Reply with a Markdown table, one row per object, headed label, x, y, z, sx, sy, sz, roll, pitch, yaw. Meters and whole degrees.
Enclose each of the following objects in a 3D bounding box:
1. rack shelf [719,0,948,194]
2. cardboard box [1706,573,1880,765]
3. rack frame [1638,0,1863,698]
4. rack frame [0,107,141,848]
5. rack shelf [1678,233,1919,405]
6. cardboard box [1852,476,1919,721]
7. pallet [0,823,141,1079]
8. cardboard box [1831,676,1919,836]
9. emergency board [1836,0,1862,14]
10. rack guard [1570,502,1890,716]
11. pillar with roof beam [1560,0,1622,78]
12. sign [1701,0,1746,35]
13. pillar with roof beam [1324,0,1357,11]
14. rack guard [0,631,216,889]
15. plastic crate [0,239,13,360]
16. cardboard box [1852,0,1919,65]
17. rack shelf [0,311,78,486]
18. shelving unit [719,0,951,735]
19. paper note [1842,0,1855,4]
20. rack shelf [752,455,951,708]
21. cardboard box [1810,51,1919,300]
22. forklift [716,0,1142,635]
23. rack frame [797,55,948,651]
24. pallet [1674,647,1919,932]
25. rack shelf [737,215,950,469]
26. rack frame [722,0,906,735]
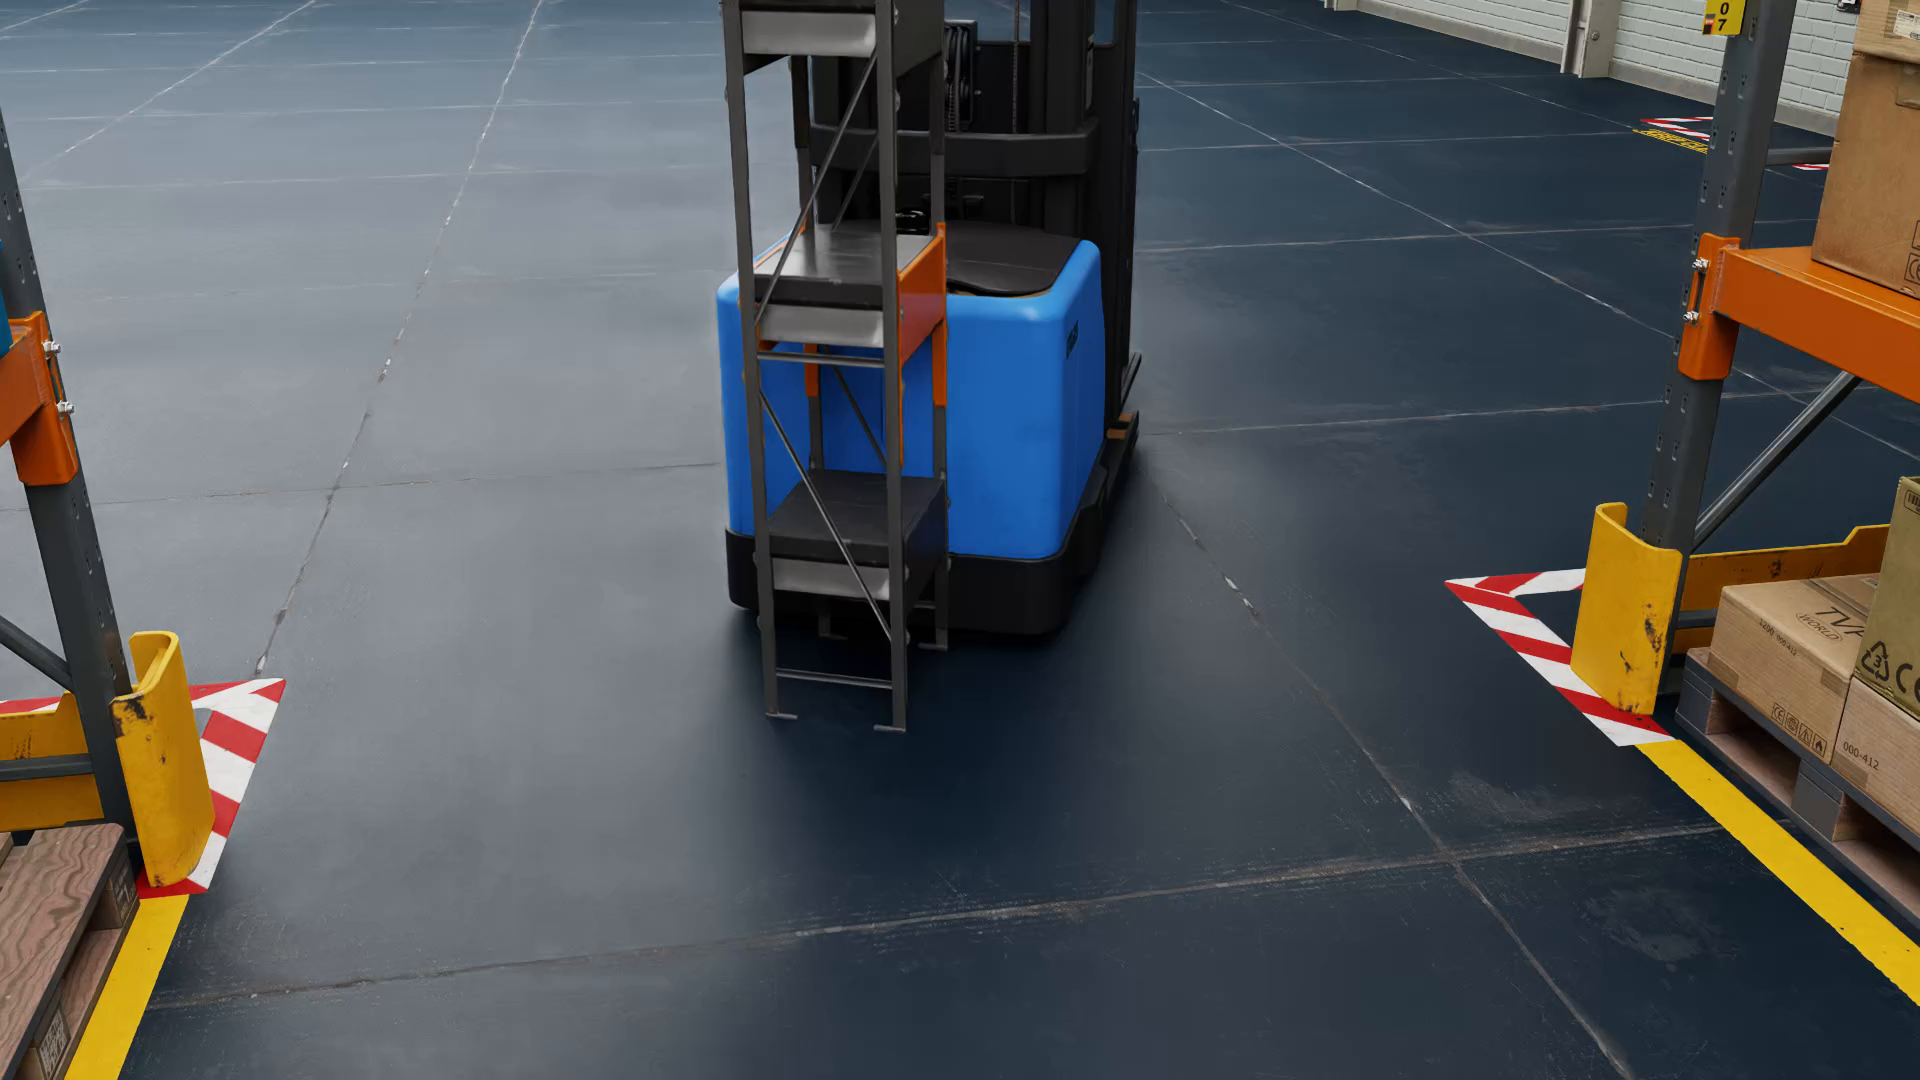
| label | x | y | z | sx | sy | sz | roll | pitch | yaw |
| --- | --- | --- | --- | --- | --- | --- | --- | --- | --- |
| rack shelf | -0.294 | -1.169 | 4.077 | 0.431 | 0.518 | 0.480 | 5 | 25 | 12 |
| cardboard box | 2.274 | 0.312 | 4.198 | 0.500 | 0.250 | 0.500 | -4 | 24 | -10 |
| rack frame | 2.394 | -0.983 | 4.253 | 1.000 | 3.000 | 0.127 | -4 | 24 | -10 |
| rack frame | -2.475 | -0.618 | 3.417 | 1.000 | 3.000 | 0.127 | -4 | 24 | -10 |
| rack shelf | 2.764 | 0.134 | 2.595 | 1.077 | 0.370 | 4.000 | -4 | 24 | -10 |
| cardboard box | 2.369 | 0.165 | 3.598 | 0.500 | 0.500 | 0.500 | -4 | 24 | -10 |
| pallet | -2.270 | 1.007 | 3.182 | 1.003 | 0.211 | 1.213 | -4 | 24 | -10 |
| cardboard box | 2.370 | 0.509 | 3.749 | 0.500 | 0.250 | 0.500 | -4 | 24 | -10 |
| emergency board | 6.712 | -4.474 | 12.247 | 0.194 | 1.169 | 0.643 | -4 | 24 | -10 |
| rack guard | 2.389 | 0.153 | 4.775 | 1.175 | 0.500 | 0.348 | -4 | 24 | -10 |
| pillar with roof beam | 1.791 | -8.290 | 13.489 | 9.100 | 9.000 | 0.400 | -4 | 24 | -10 |
| sign | 1.847 | -1.377 | 3.975 | 0.100 | 0.325 | 0.005 | -4 | 24 | -10 |
| pillar with roof beam | 0.682 | -10.650 | 18.892 | 9.100 | 9.000 | 0.400 | -4 | 24 | -10 |
| rack guard | -2.415 | 0.554 | 3.856 | 1.175 | 0.500 | 0.348 | -4 | 24 | -10 |
| plastic crate | -2.088 | -0.375 | 3.046 | 0.499 | 0.251 | 0.616 | -4 | 24 | -10 |
| cardboard box | 2.255 | -1.156 | 3.713 | 0.380 | 0.149 | 0.250 | -4 | 24 | -10 |
| rack shelf | -2.105 | 0.499 | 1.759 | 1.077 | 0.370 | 4.000 | -4 | 24 | -10 |
| shelving unit | -0.292 | -0.545 | 4.362 | 0.431 | 2.100 | 0.503 | 5 | 25 | 12 |
| paper note | 6.747 | -4.146 | 12.595 | 0.016 | 0.148 | 0.142 | -4 | 24 | -10 |
| rack shelf | -0.289 | 0.104 | 4.659 | 0.431 | 0.518 | 0.480 | 5 | 25 | 12 |
| cardboard box | 2.468 | -0.844 | 3.810 | 0.700 | 0.500 | 0.500 | -4 | 24 | -10 |
| forklift | 0.090 | -1.624 | 5.806 | 1.130 | 2.935 | 3.031 | 5 | 24 | 11 |
| rack frame | -0.236 | -0.644 | 4.578 | 0.400 | 2.100 | 0.015 | 5 | 25 | 12 |
| pallet | 2.576 | 0.593 | 4.129 | 1.003 | 0.211 | 1.213 | -4 | 24 | -10 |
| rack shelf | -0.292 | -0.532 | 4.368 | 0.431 | 0.518 | 0.480 | 5 | 25 | 12 |
| rack frame | -0.347 | -0.446 | 4.146 | 0.400 | 2.100 | 0.015 | 5 | 25 | 12 |
